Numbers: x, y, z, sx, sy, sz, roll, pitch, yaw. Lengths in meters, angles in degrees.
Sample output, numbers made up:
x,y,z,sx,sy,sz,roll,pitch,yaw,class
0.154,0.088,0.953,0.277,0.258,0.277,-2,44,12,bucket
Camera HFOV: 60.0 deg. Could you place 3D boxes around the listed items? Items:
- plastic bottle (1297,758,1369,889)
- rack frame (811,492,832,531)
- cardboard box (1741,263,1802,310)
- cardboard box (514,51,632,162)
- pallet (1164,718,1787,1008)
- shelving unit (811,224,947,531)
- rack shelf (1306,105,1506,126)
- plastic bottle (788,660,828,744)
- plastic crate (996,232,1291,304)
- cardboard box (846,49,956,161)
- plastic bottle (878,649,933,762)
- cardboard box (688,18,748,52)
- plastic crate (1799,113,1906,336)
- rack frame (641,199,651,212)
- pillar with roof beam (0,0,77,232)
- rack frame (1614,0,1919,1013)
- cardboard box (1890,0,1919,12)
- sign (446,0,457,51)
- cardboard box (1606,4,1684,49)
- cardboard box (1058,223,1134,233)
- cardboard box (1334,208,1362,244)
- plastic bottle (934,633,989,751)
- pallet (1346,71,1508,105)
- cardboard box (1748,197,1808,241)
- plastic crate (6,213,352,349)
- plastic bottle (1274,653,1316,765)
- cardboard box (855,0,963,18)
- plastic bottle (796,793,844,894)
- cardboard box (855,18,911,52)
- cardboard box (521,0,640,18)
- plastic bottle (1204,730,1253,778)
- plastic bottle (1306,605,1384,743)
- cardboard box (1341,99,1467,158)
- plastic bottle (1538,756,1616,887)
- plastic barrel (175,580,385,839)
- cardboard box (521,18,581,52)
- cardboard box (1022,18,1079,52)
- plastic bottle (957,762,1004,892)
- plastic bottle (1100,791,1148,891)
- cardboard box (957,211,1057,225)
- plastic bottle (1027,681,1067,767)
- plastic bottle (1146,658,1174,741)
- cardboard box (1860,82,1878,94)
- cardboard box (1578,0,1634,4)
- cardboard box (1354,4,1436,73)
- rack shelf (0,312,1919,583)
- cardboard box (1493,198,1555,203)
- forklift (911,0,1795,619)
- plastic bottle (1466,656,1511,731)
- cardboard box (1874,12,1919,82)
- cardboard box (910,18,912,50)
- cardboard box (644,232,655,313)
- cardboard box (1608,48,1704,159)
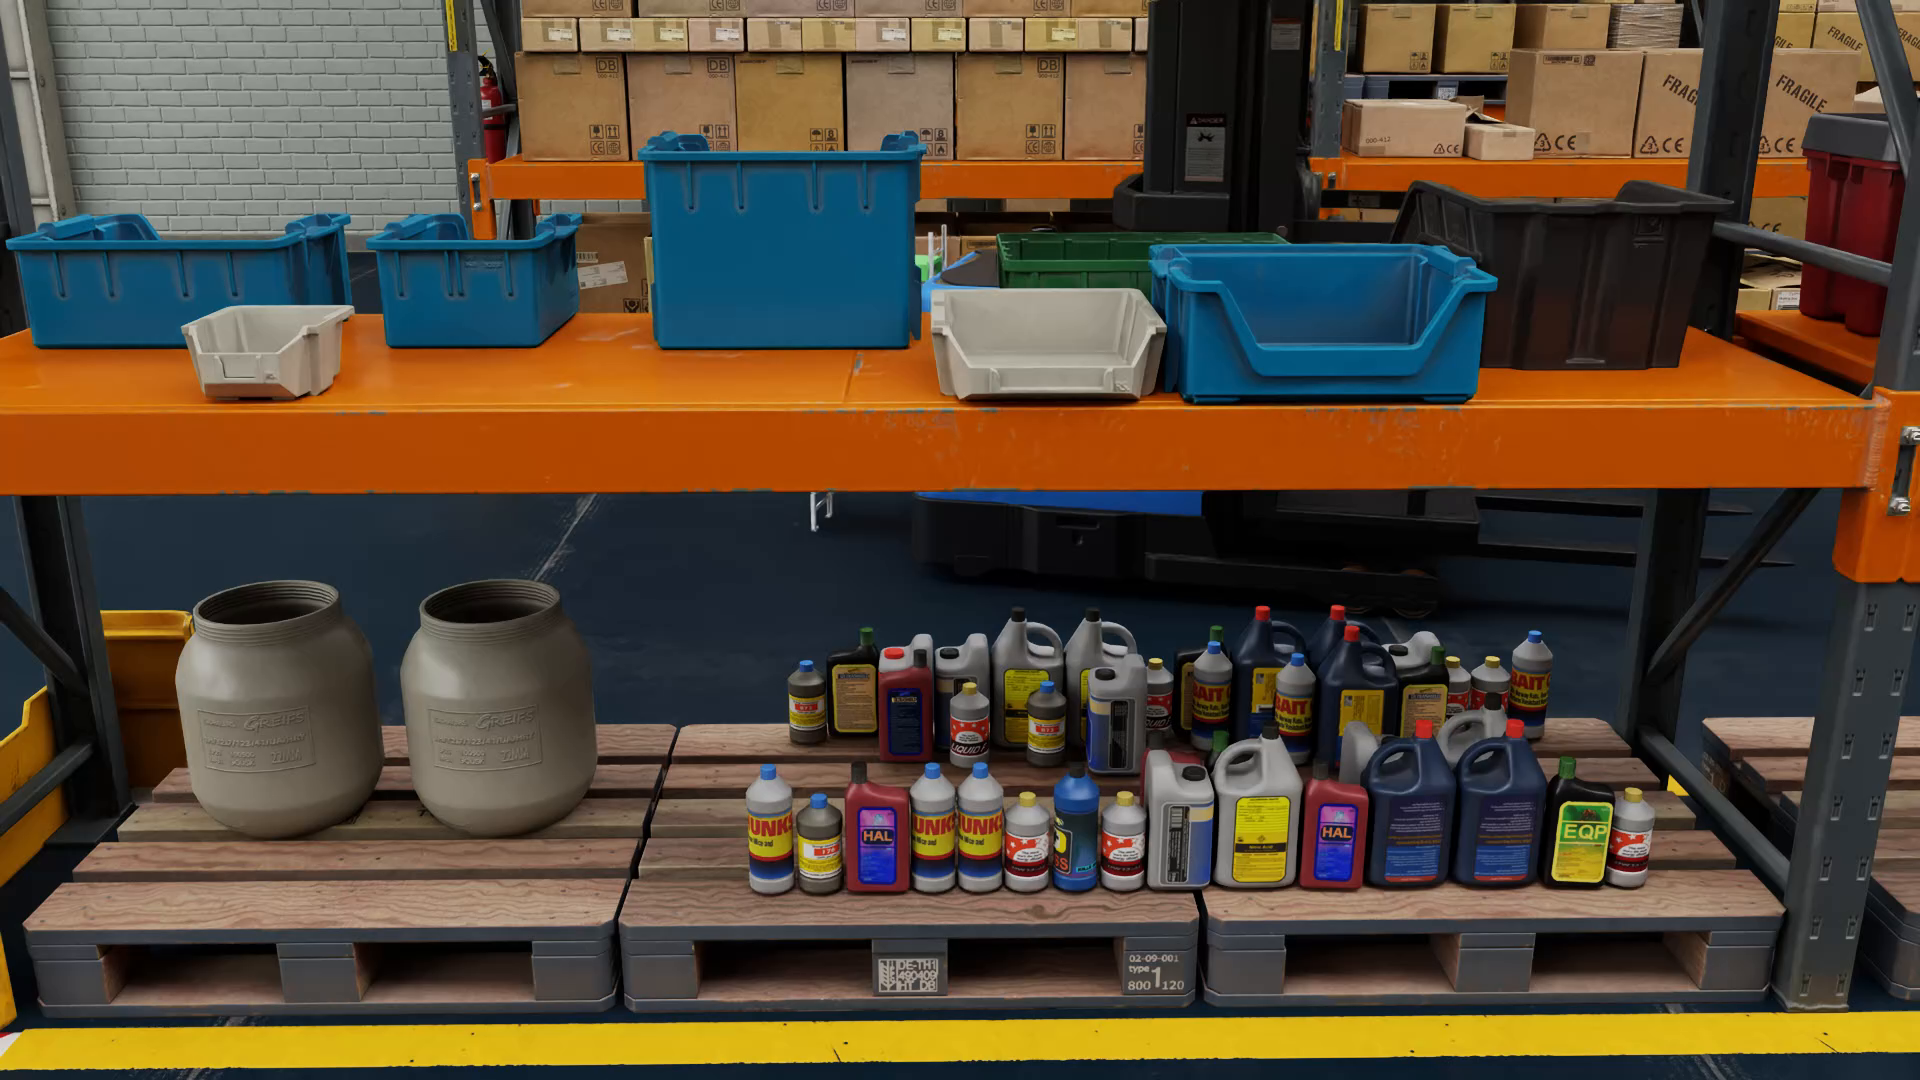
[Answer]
x,y,z,sx,sy,sz,roll,pitch,yaw,class
0.788,0.596,3.506,0.133,0.283,0.061,1,18,3,plastic bottle
-0.561,-0.642,6.584,0.015,1.200,0.240,4,18,12,rack frame
4.163,-1.200,8.272,0.500,0.311,0.500,0,18,-1,cardboard box
-1.825,-2.133,8.123,0.500,0.500,0.700,0,18,-1,cardboard box
1.110,0.725,3.943,1.213,0.211,1.003,0,18,-1,pallet
-0.323,-0.626,6.533,0.503,1.200,0.258,4,18,12,shelving unit
3.625,-3.286,13.060,4.000,0.370,1.077,0,18,-1,rack shelf
-0.388,0.406,4.232,0.097,0.201,0.097,0,18,0,plastic bottle
0.420,-0.572,3.768,0.662,0.188,0.450,0,18,-1,plastic crate
-0.277,-2.141,8.149,0.500,0.500,0.700,0,18,1,cardboard box
-0.134,0.407,4.096,0.133,0.283,0.061,0,18,-1,plastic bottle
-1.131,-2.383,7.840,0.250,0.149,0.380,-1,18,-2,cardboard box
2.261,-0.720,3.776,0.583,0.464,0.402,0,18,-1,plastic crate
-2.374,-3.600,12.860,0.127,3.000,1.000,0,18,-1,rack frame
-7.619,-5.381,8.588,0.400,9.000,9.100,0,18,-1,pillar with roof beam
1.782,-0.594,3.487,0.127,3.000,1.000,0,18,-1,rack frame
7.120,-4.124,12.583,0.500,0.250,0.500,0,18,0,cardboard box
-2.289,-2.368,7.470,0.005,0.325,0.100,0,18,-1,sign
5.155,-3.890,12.881,0.500,0.500,0.700,-2,18,-7,cardboard box
0.747,-1.286,8.233,0.500,0.500,0.500,0,18,-1,cardboard box
2.877,-2.665,13.317,0.500,0.500,0.700,-1,18,-2,cardboard box
0.003,0.377,4.201,0.135,0.276,0.152,-1,18,-2,plastic bottle
3.646,-3.525,12.940,1.213,0.211,1.003,0,18,-1,pallet
6.362,-2.778,13.130,0.750,0.750,0.750,-1,18,-2,cardboard box
-1.722,-0.597,3.742,0.616,0.251,0.499,0,18,-1,plastic crate
0.825,0.411,4.103,0.097,0.271,0.097,0,18,0,plastic bottle
-0.242,-2.760,7.955,0.500,0.500,0.700,0,18,-1,cardboard box
-0.296,0.635,3.519,0.097,0.201,0.097,0,18,0,plastic bottle
-0.359,-2.387,7.852,0.250,0.149,0.380,0,18,0,cardboard box
-1.772,-2.751,7.925,0.500,0.500,0.700,0,18,-1,cardboard box
0.600,0.553,3.640,0.133,0.283,0.061,0,18,-1,plastic bottle
0.968,0.335,4.208,0.185,0.351,0.144,0,18,1,plastic bottle
2.199,-2.051,8.275,0.500,0.250,0.500,1,18,3,cardboard box
1.306,0.593,3.514,0.133,0.283,0.061,1,18,2,plastic bottle
-1.561,0.384,3.826,0.421,0.512,0.421,0,18,0,plastic barrel
-1.896,-2.380,7.830,0.250,0.149,0.380,0,18,-1,cardboard box
0.421,-2.392,7.867,0.250,0.149,0.380,0,18,-1,cardboard box
0.043,0.600,3.514,0.097,0.271,0.097,0,18,0,plastic bottle
0.347,0.632,3.529,0.097,0.201,0.097,0,18,0,plastic bottle
0.239,-1.443,8.721,0.500,0.500,0.500,0,18,-1,cardboard box
0.214,0.447,4.104,0.097,0.201,0.097,0,18,0,plastic bottle
0.496,0.402,4.246,0.097,0.201,0.097,0,18,0,plastic bottle
6.986,-3.476,12.852,0.250,0.149,0.380,0,18,0,cardboard box
4.959,-4.188,12.746,0.250,0.149,0.380,-3,18,-10,cardboard box
3.352,-3.882,12.854,0.500,0.500,0.700,2,18,7,cardboard box
-0.218,-0.241,3.567,4.000,0.370,1.077,0,18,-1,rack shelf
4.389,-2.672,13.337,0.500,0.500,0.700,0,18,-1,cardboard box
1.394,-1.304,5.814,3.031,2.935,1.130,4,18,12,forklift
1.355,0.398,4.259,0.097,0.201,0.097,0,18,0,plastic bottle
7.135,-3.763,12.685,0.500,0.500,0.500,0,18,-1,cardboard box
-0.362,-2.512,8.241,0.250,0.149,0.380,-1,18,-2,cardboard box
-1.253,-1.273,8.190,0.500,0.500,0.500,0,18,-1,cardboard box
3.503,-2.158,8.200,0.500,0.500,0.500,0,18,-1,cardboard box
